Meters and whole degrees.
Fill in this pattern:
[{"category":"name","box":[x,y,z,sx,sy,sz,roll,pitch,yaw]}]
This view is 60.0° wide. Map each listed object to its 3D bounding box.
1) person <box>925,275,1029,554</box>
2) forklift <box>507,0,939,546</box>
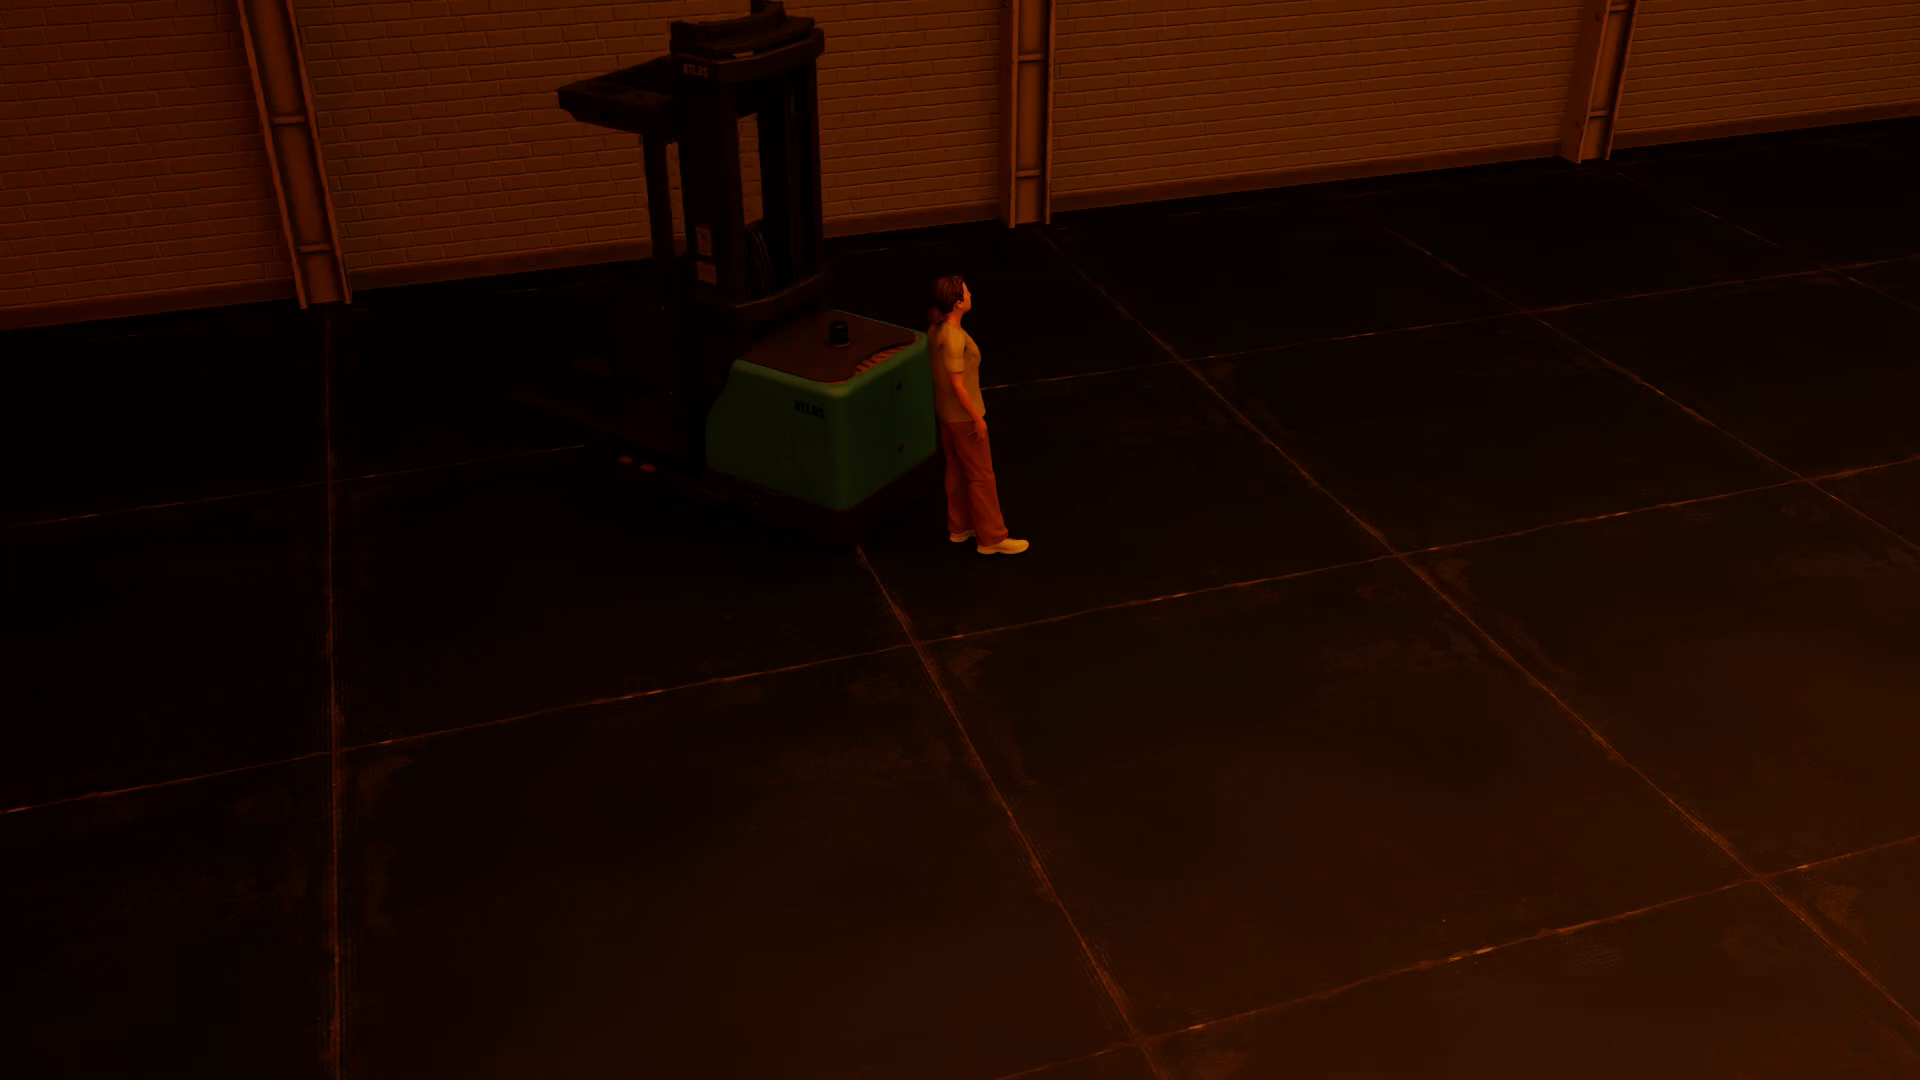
[{"category":"person","box":[0.074,-0.734,9.618,0.548,1.661,0.553,-10,31,-16]},{"category":"forklift","box":[-1.641,-1.787,10.193,3.031,2.935,1.130,18,35,29]}]
